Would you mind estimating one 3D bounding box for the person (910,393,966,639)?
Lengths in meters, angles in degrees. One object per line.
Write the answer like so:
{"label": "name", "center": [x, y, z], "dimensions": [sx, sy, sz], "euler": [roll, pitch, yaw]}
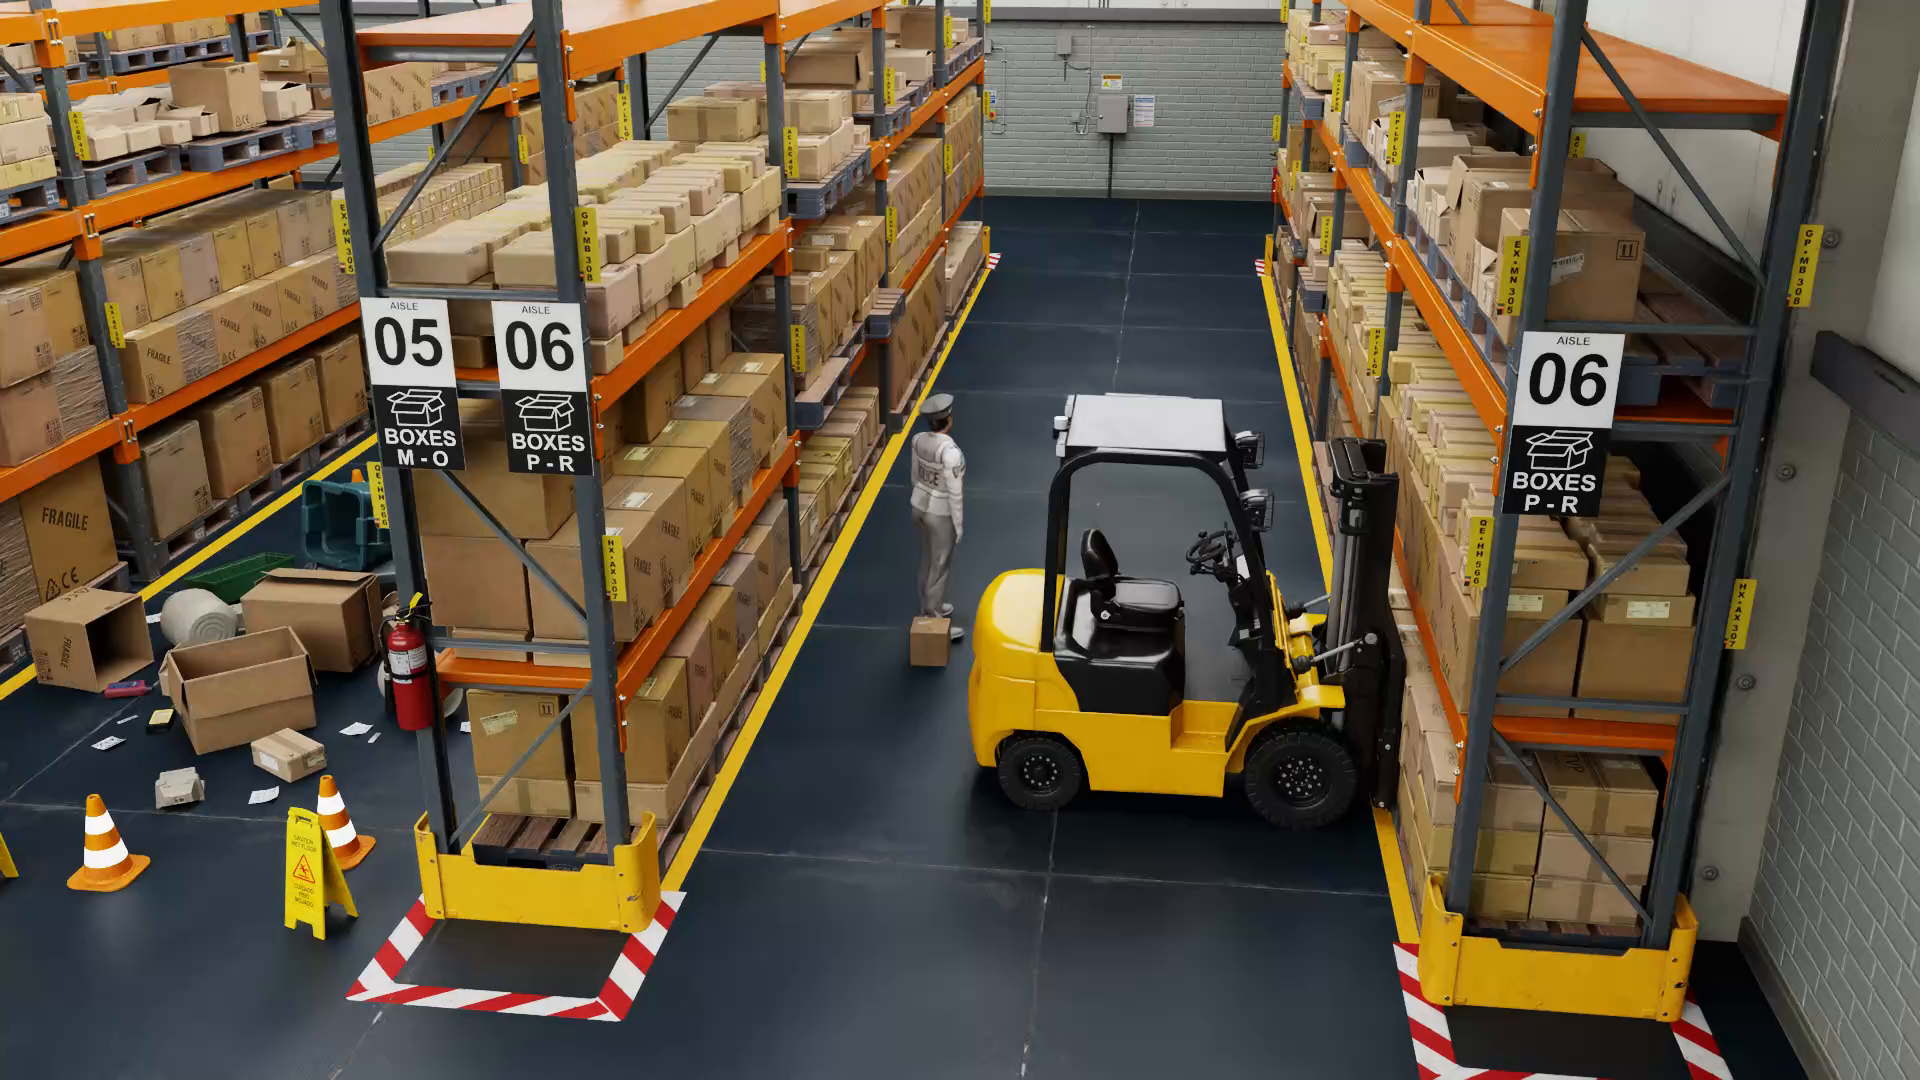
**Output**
{"label": "person", "center": [-0.143, -0.176, 11.450], "dimensions": [0.405, 1.679, 0.528], "euler": [-14, 25, -31]}
